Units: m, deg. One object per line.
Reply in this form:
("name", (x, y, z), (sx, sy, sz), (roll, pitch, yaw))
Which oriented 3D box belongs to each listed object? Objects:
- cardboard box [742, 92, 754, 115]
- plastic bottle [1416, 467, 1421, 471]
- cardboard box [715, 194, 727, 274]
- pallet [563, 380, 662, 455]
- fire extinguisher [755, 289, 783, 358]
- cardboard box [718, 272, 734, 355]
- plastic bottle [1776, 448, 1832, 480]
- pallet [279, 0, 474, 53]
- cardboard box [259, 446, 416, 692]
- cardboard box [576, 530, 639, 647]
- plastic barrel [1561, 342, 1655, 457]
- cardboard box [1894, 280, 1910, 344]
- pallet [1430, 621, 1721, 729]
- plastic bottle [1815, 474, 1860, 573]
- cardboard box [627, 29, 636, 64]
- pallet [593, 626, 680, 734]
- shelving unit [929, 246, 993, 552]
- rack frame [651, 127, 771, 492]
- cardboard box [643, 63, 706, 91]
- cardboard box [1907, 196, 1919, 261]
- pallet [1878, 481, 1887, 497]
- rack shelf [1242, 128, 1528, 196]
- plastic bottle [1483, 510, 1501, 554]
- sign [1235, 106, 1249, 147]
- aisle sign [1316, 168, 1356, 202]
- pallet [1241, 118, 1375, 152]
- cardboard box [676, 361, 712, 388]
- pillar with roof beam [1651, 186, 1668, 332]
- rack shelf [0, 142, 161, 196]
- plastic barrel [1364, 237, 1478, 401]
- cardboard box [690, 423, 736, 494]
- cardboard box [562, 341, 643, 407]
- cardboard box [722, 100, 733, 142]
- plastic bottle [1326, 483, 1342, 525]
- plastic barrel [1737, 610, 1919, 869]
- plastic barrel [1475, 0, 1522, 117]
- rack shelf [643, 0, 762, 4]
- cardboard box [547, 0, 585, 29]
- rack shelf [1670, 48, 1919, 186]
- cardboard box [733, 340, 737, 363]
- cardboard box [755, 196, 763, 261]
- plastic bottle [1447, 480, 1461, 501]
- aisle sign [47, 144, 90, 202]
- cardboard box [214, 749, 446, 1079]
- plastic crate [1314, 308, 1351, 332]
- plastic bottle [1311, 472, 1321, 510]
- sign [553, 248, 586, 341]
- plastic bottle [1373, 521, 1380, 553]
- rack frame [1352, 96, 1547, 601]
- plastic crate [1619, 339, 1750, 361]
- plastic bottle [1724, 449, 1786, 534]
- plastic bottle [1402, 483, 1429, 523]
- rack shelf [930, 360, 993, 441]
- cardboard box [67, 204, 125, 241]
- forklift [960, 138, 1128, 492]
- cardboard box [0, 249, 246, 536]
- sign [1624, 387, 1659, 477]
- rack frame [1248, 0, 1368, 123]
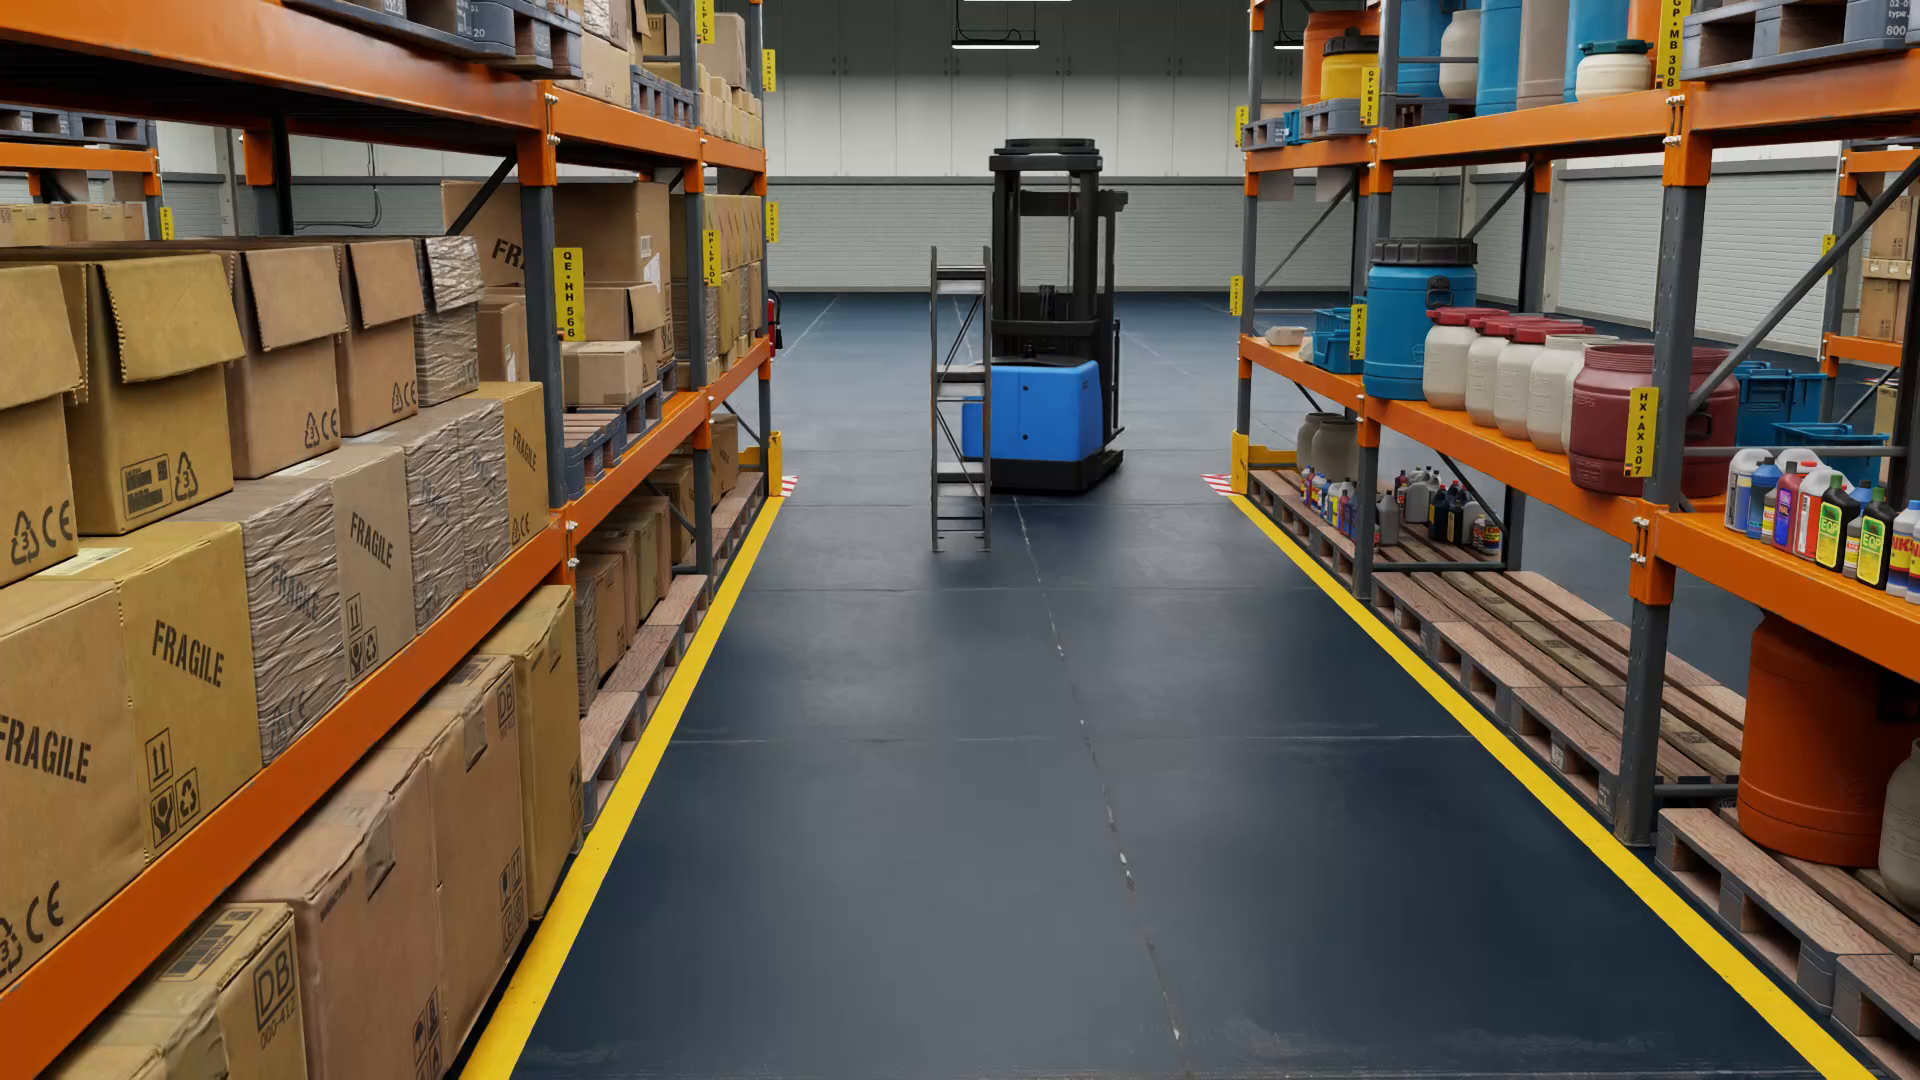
("cardboard box", (-1.746, -3.266, 12.446), (0.380, 0.149, 0.250), (0, 11, -1))
("plastic bottle", (3.352, -0.403, 12.225), (0.061, 0.283, 0.133), (0, 11, 0))
("cardboard box", (-1.781, -1.964, 10.681), (0.500, 0.500, 0.500), (0, 11, -1))
("pallet", (-2.013, -0.593, 7.922), (1.003, 0.211, 1.213), (0, 11, -1))
("fire extinguisher", (-1.638, -1.871, 13.932), (0.296, 0.674, 0.183), (0, 11, -1))
("cardboard box", (-1.936, -1.473, 10.777), (0.875, 0.500, 0.500), (0, 11, -1))
("plastic bottle", (2.859, -0.167, 5.650), (0.152, 0.276, 0.135), (0, 11, -1))
("pallet", (-1.839, -1.322, 3.959), (1.003, 0.211, 1.213), (0, 11, 1))
("cardboard box", (-1.645, 0.057, 3.980), (0.500, 0.500, 0.500), (0, 11, 0))
("cardboard box", (-2.020, 0.248, 8.471), (0.700, 0.500, 0.500), (-1, 12, -6))
("plastic barrel", (2.786, -0.573, 7.057), (0.421, 0.512, 0.421), (0, 11, 0))
("cardboard box", (7.820, -1.776, 13.018), (0.700, 0.500, 0.500), (0, 11, 0))
("pallet", (3.021, 0.656, 8.294), (1.003, 0.211, 1.213), (0, 11, -1))
("plastic bottle", (2.673, -0.051, 5.060), (0.061, 0.283, 0.133), (0, 11, -1))
("cardboard box", (-1.894, -2.513, 8.638), (0.396, 0.266, 0.258), (0, 11, 1))
("pallet", (-1.968, 0.675, 8.200), (1.003, 0.211, 1.213), (0, 11, -1))
("shelving unit", (0.003, -0.996, 11.688), (0.431, 2.100, 0.503), (0, 11, -1))
("rack frame", (-2.096, -1.884, 13.803), (1.000, 3.000, 0.127), (0, 11, -1))
("cardboard box", (-1.712, -2.747, 9.885), (0.380, 0.149, 0.250), (-1, 11, -3))
("cardboard box", (7.822, -2.401, 12.836), (0.700, 0.500, 0.500), (-1, 11, -3))
("pallet", (7.865, -0.406, 13.529), (1.003, 0.211, 1.213), (0, 11, -1))
("rack shelf", (2.897, -2.625, 11.717), (1.077, 0.370, 4.000), (0, 11, -1))
("plastic bottle", (3.370, -0.053, 10.533), (0.097, 0.271, 0.097), (0, 11, 0))
("sign", (2.305, -3.378, 13.597), (0.100, 0.325, 0.005), (0, 11, -1))
("aisle sign", (3.151, -3.194, 13.721), (0.394, 0.787, 0.004), (0, 11, -1))
("pallet", (2.775, -3.117, 12.811), (1.003, 0.211, 1.213), (0, 11, -1))
("cardboard box", (-1.718, -1.010, 10.125), (0.380, 0.149, 0.250), (0, 11, -1))
("pillar with roof beam", (8.964, -8.310, 30.389), (9.100, 9.000, 0.548), (0, 11, -1))
("rack shelf", (-7.016, -2.604, 11.615), (1.077, 0.370, 4.000), (0, 11, -1))
("plastic barrel", (2.643, -1.277, 9.549), (0.600, 0.901, 0.708), (0, 11, -1))
("cardboard box", (-2.054, -0.622, 12.813), (0.500, 0.500, 0.500), (3, 12, 14))
("cardboard box", (-1.736, -0.760, 7.584), (0.500, 0.250, 0.500), (-1, 11, -3))
("cardboard box", (-1.783, -2.780, 11.052), (0.500, 0.250, 0.500), (-1, 11, -3))
("plastic bottle", (2.627, -0.252, 11.500), (0.152, 0.276, 0.135), (0, 11, 0))
("plastic barrel", (3.048, 0.641, 5.760), (0.600, 0.830, 0.708), (0, 11, -1))
("plastic barrel", (3.166, -2.725, 9.142), (0.600, 0.901, 0.708), (0, 11, -1))
("rack shelf", (-2.055, -4.073, 11.319), (1.077, 0.370, 4.000), (0, 11, -1))
("cardboard box", (-1.684, -2.153, 6.072), (0.500, 0.500, 0.500), (0, 11, -1))
("rack shelf", (3.062, -1.034, 3.878), (1.077, 0.370, 4.000), (0, 11, -1))
("cardboard box", (-1.762, -1.308, 11.595), (0.380, 0.149, 0.250), (0, 11, -1))
("cardboard box", (-1.838, -2.461, 13.130), (0.500, 0.500, 0.500), (0, 11, -1))
("plastic bottle", (3.332, -0.227, 11.188), (0.144, 0.351, 0.185), (-1, 11, -4))
("aisle sign", (-7.359, -3.171, 13.606), (0.394, 0.787, 0.004), (0, 11, -1))
("cardboard box", (-1.901, 1.032, 3.717), (1.225, 0.875, 0.875), (-1, 11, -3))
("plastic crate", (3.165, -1.734, 13.434), (0.499, 0.251, 0.616), (0, 11, -1))
("plastic bottle", (2.588, -0.353, 12.012), (0.097, 0.271, 0.097), (0, 11, 0))
("sign", (-1.376, -0.864, 5.864), (0.100, 0.325, 0.005), (0, 11, -1))
("plastic bottle", (2.619, -0.025, 10.568), (0.097, 0.201, 0.097), (0, 11, 0))
("rack frame", (2.938, -1.110, 9.984), (1.000, 3.000, 0.127), (0, 11, -1))
("plastic crate", (3.293, -0.668, 7.648), (0.402, 0.464, 0.583), (0, 11, -1))
("plastic bottle", (2.706, -0.166, 5.646), (0.152, 0.276, 0.135), (0, 11, -1))
("plastic bottle", (3.176, -0.269, 11.584), (0.152, 0.276, 0.135), (0, 11, -1))
("rack shelf", (0.003, -0.983, 11.691), (0.431, 0.518, 0.480), (0, 11, -1))
("cardboard box", (-6.985, -2.304, 12.778), (0.875, 0.550, 0.550), (0, 11, -1))
("forklift", (0.885, -2.089, 14.982), (1.130, 2.935, 3.031), (3, 12, 15))
("cardboard box", (-1.873, -0.303, 3.234), (0.797, 0.503, 0.637), (0, 11, -1))
("sign", (2.471, -0.391, 6.030), (0.100, 0.325, 0.005), (0, 11, -1))
("rack frame", (2.855, -4.845, 13.307), (1.000, 3.000, 0.127), (0, 11, -1))
